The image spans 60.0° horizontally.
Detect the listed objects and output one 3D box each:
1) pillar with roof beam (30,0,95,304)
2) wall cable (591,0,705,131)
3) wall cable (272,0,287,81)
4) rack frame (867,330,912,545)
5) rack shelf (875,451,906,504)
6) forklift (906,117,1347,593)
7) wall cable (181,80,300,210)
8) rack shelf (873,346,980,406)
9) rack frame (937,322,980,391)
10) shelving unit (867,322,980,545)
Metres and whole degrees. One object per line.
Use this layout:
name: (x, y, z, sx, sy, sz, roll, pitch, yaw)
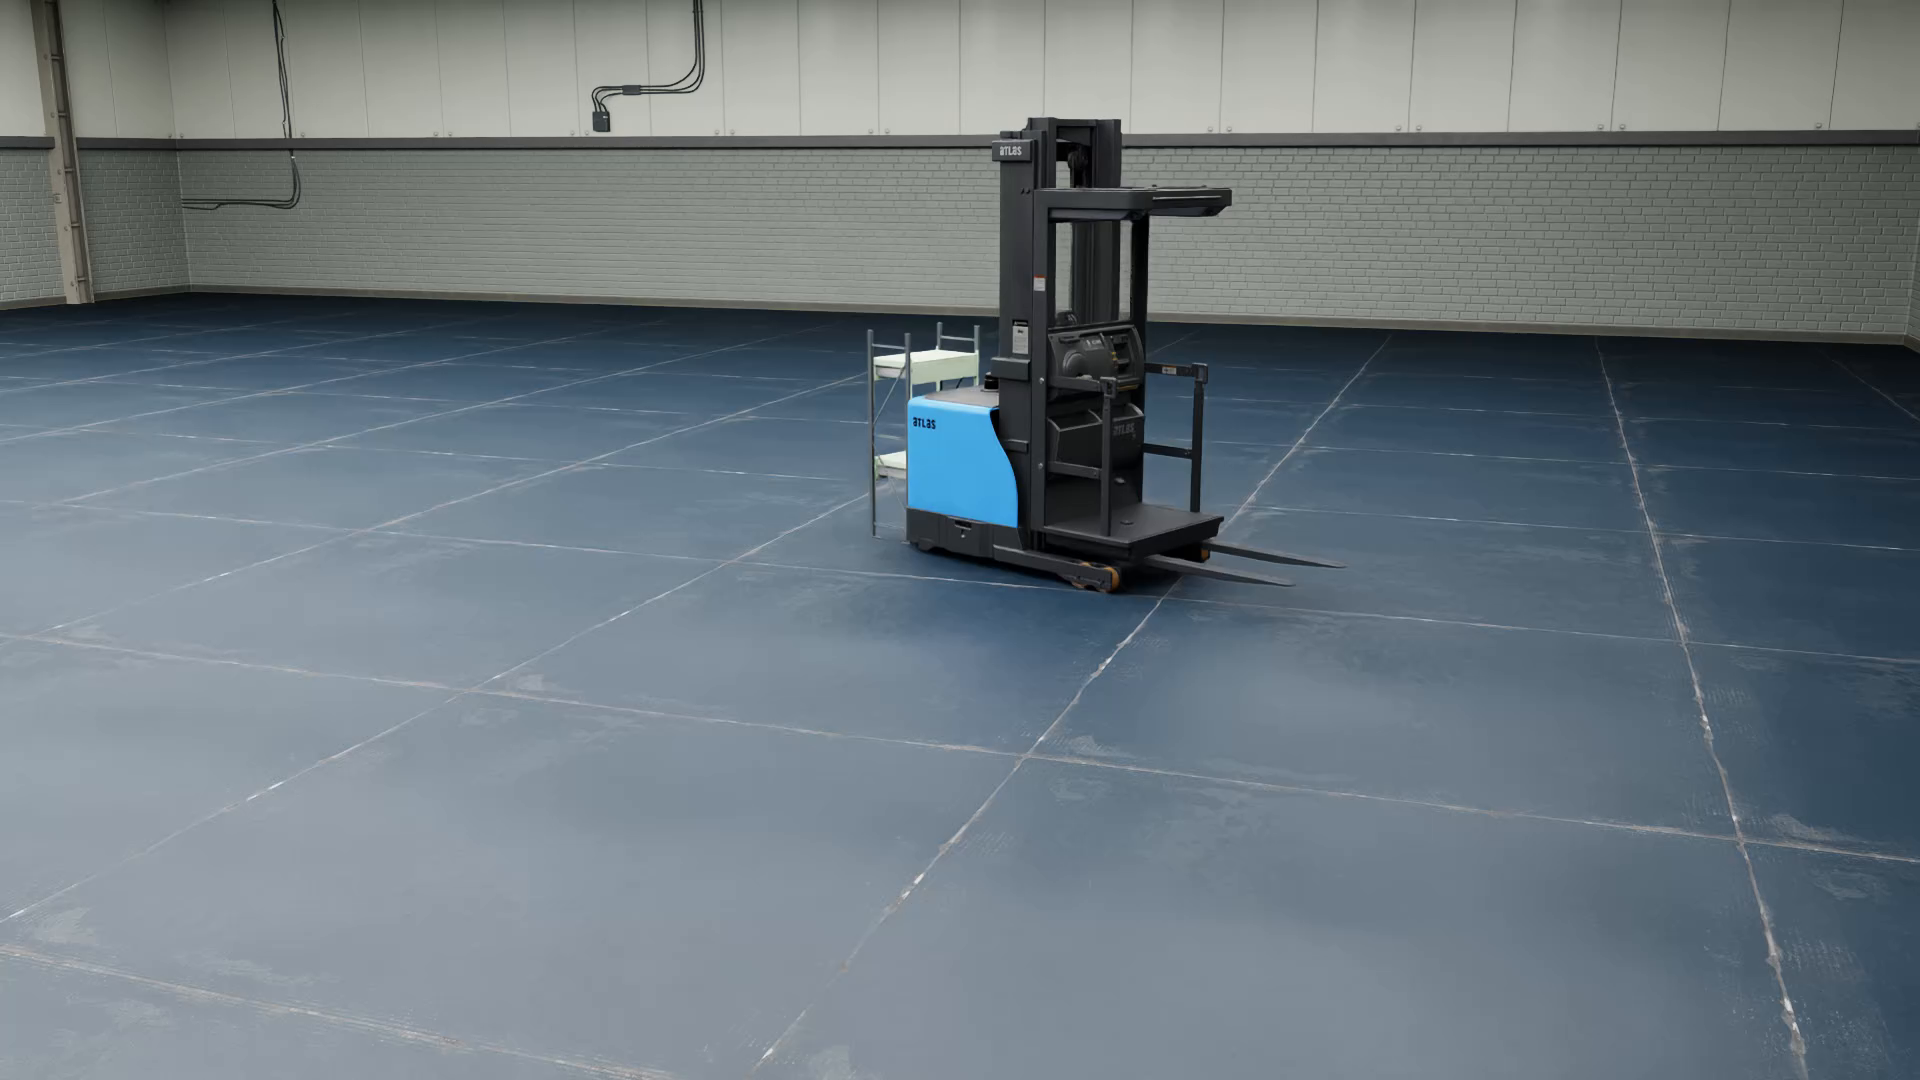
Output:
pillar with roof beam: (-12.808, -8.624, 29.549, 9.100, 9.000, 0.400, 4, 14, 18)
wall cable: (-5.699, -10.430, 29.820, 2.305, 6.003, 0.169, 4, 14, 18)
wall cable: (-12.117, -10.213, 32.138, 3.097, 2.526, 0.112, 4, 14, 18)
rack frame: (-0.498, -0.726, 11.799, 0.400, 1.500, 0.023, 11, 17, 40)
rack shelf: (-0.255, -0.469, 12.138, 0.431, 0.370, 0.720, 11, 17, 40)
forklift: (1.052, -1.224, 10.766, 3.031, 2.935, 1.130, 11, 17, 41)
wall cable: (-14.677, -7.945, 33.553, 3.097, 2.526, 0.112, 4, 14, 18)
rack shelf: (-0.255, -1.168, 11.979, 0.431, 0.370, 0.720, 11, 17, 40)
rack frame: (-0.011, -0.848, 12.333, 0.400, 1.500, 0.023, 11, 17, 40)
shelving unit: (-0.255, -0.787, 12.066, 0.431, 1.500, 0.755, 11, 17, 40)
